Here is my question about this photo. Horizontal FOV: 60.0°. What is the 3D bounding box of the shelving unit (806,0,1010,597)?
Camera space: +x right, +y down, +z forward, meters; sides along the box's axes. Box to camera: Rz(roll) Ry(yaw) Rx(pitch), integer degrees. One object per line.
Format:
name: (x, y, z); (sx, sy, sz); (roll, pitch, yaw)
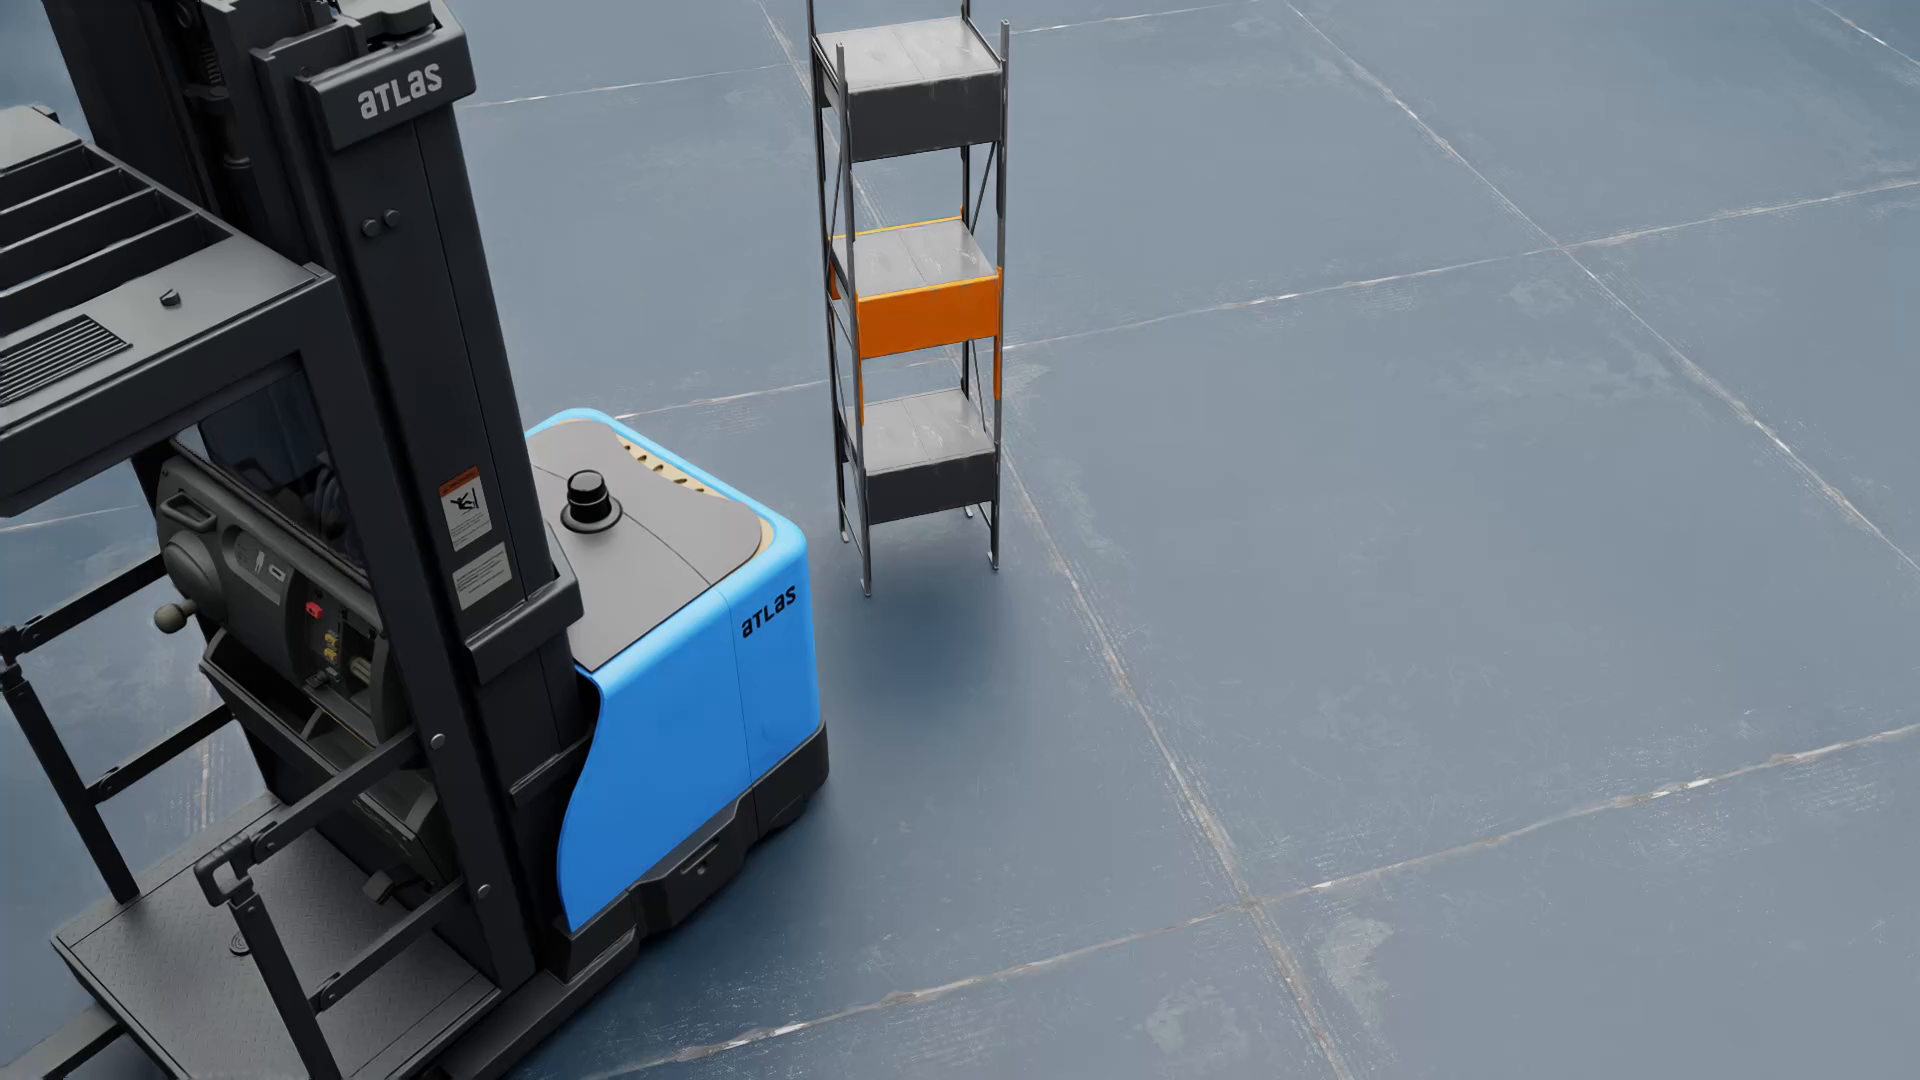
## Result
shelving unit: (-0.158, -0.758, 5.522); (0.503, 2.100, 0.431); (-12, 42, -13)

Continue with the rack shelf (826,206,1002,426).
rack shelf: (-0.158, -0.748, 5.531); (0.480, 0.518, 0.431); (-12, 42, -13)

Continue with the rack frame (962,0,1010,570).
rack frame: (0.075, -0.806, 5.577); (0.015, 2.100, 0.400); (-12, 42, -13)

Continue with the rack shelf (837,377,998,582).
rack shelf: (-0.158, -0.221, 5.991); (0.480, 0.518, 0.431); (-12, 42, -13)

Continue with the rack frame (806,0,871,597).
rack frame: (-0.391, -0.710, 5.467); (0.015, 2.100, 0.400); (-12, 42, -13)

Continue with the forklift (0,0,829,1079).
forklift: (-1.744, 0.221, 3.769); (1.130, 2.935, 3.031); (29, 49, 29)

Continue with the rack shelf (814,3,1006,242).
rack shelf: (-0.158, -1.275, 5.070); (0.480, 0.518, 0.431); (-12, 42, -13)
